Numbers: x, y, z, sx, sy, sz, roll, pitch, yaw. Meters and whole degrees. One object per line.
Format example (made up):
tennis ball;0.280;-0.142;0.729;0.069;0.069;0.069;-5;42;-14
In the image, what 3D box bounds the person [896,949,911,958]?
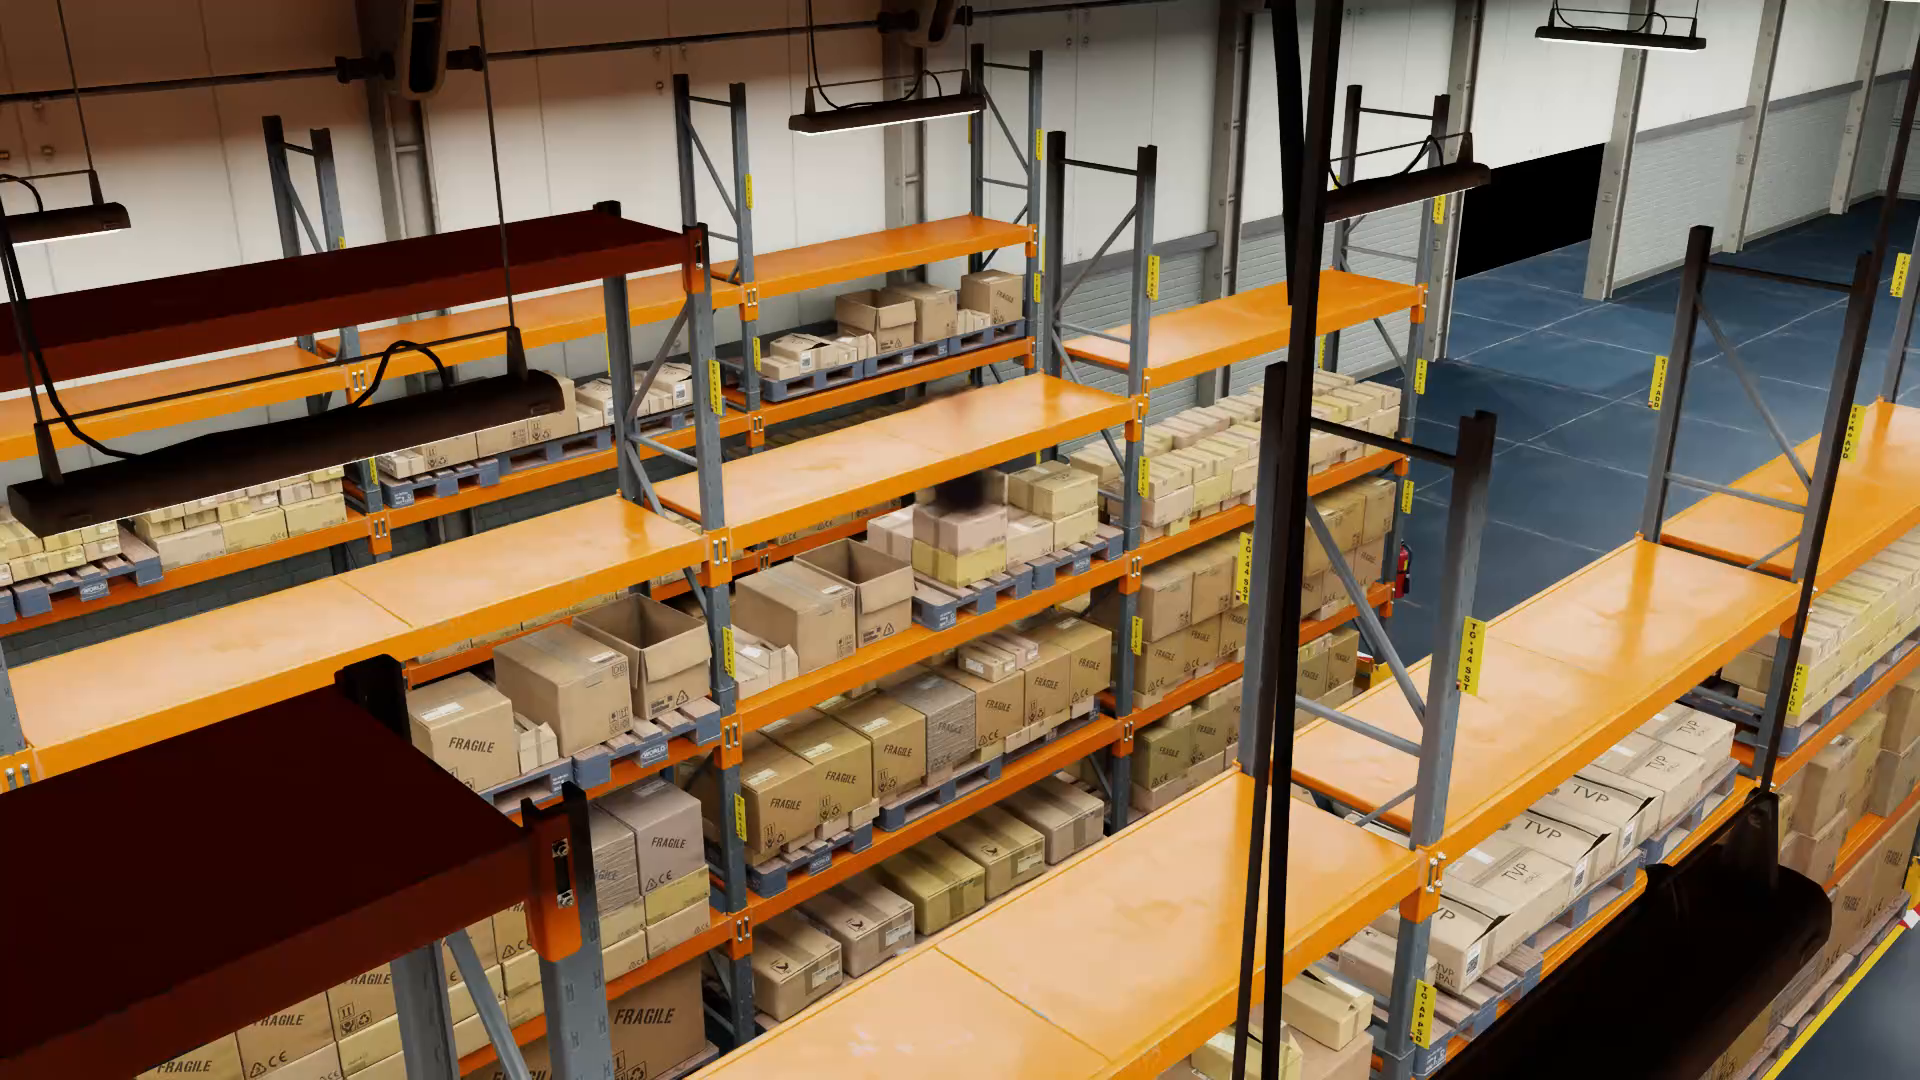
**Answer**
person;-0.211;3.295;10.854;0.613;1.629;0.697;-7;24;-17
